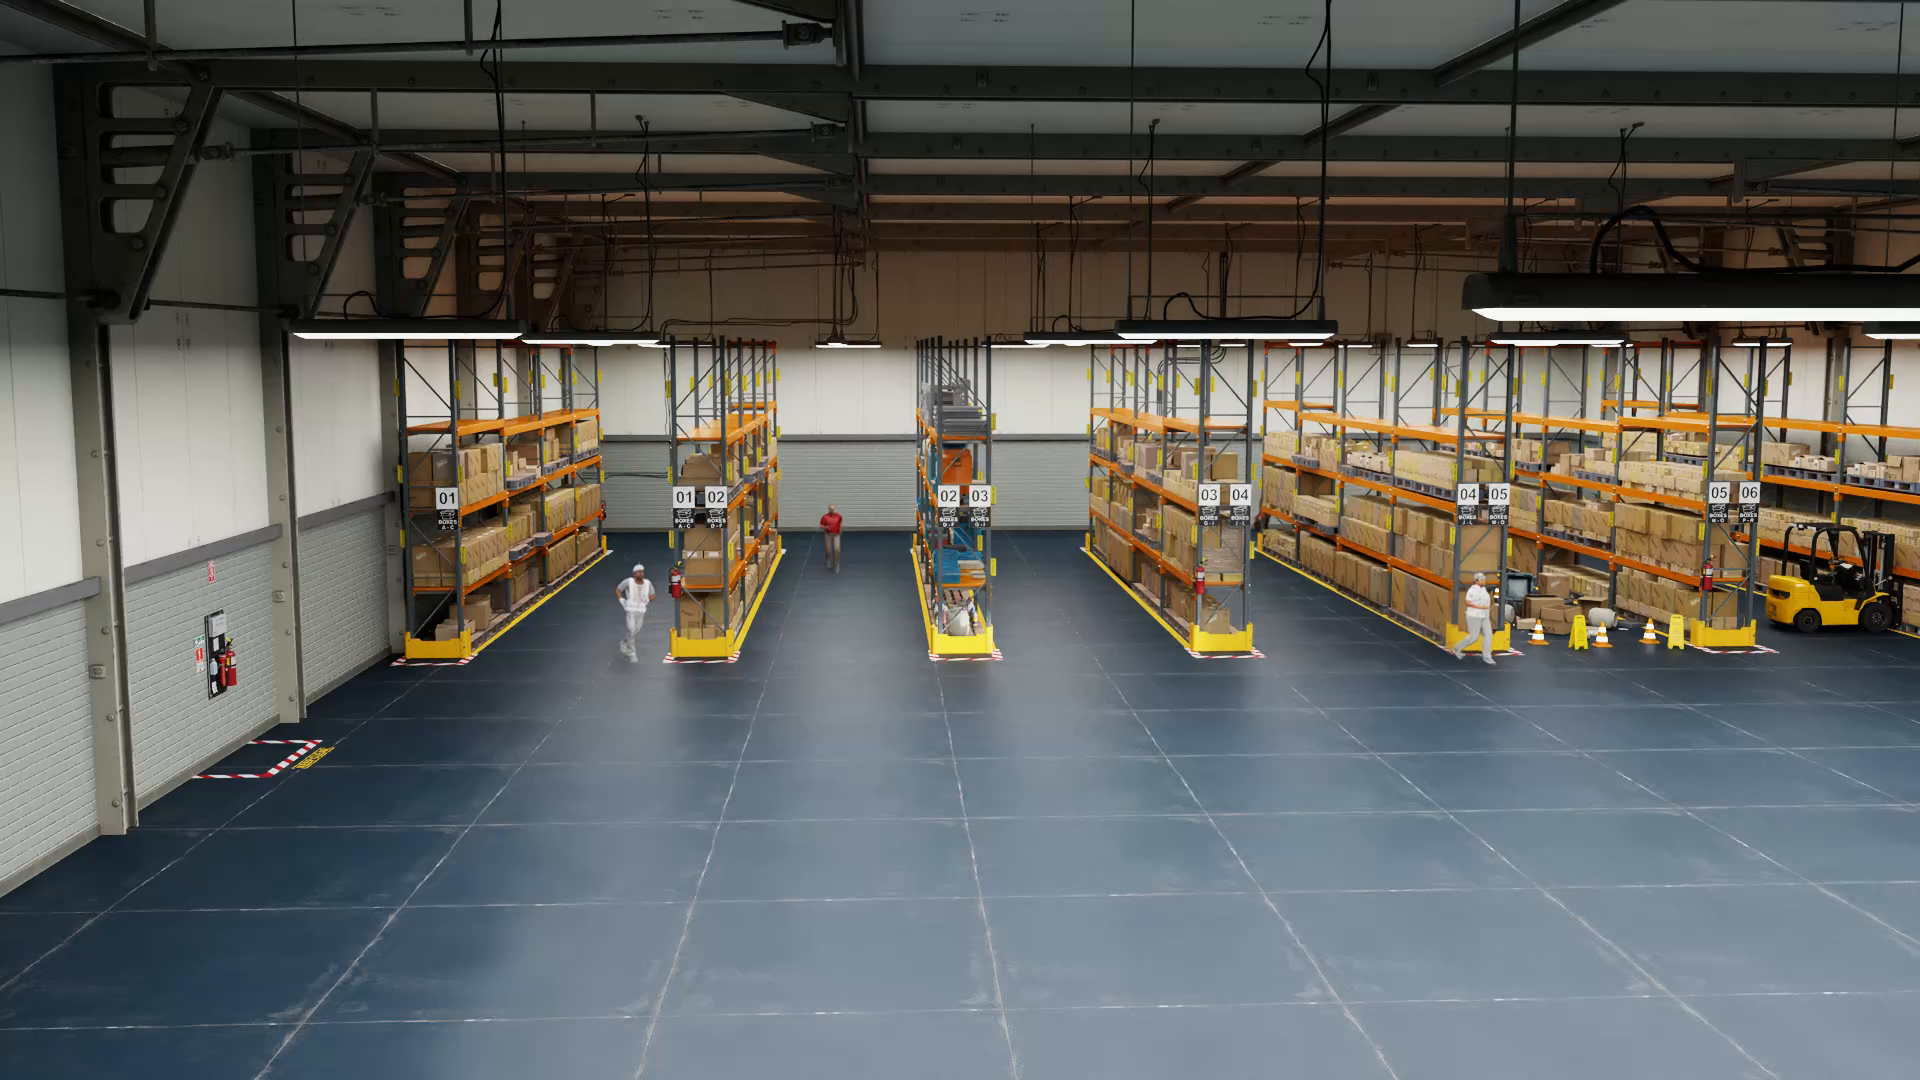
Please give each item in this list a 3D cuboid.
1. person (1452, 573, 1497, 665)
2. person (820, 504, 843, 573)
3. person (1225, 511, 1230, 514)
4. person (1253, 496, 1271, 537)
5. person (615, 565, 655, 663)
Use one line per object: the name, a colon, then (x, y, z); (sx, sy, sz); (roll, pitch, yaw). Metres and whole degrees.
person: (9.483, 1.434, 30.572); (0.823, 1.686, 0.626); (6, 9, 42)
person: (-3.344, -0.061, 43.346); (0.621, 1.751, 0.937); (-1, 7, -11)
person: (7.759, -0.645, 48.835); (0.731, 1.682, 0.779); (-5, 8, -38)
person: (8.967, -0.748, 49.137); (0.513, 1.768, 0.673); (5, 8, 37)
person: (-6.040, 1.342, 31.041); (0.708, 1.782, 0.921); (-4, 8, -31)
